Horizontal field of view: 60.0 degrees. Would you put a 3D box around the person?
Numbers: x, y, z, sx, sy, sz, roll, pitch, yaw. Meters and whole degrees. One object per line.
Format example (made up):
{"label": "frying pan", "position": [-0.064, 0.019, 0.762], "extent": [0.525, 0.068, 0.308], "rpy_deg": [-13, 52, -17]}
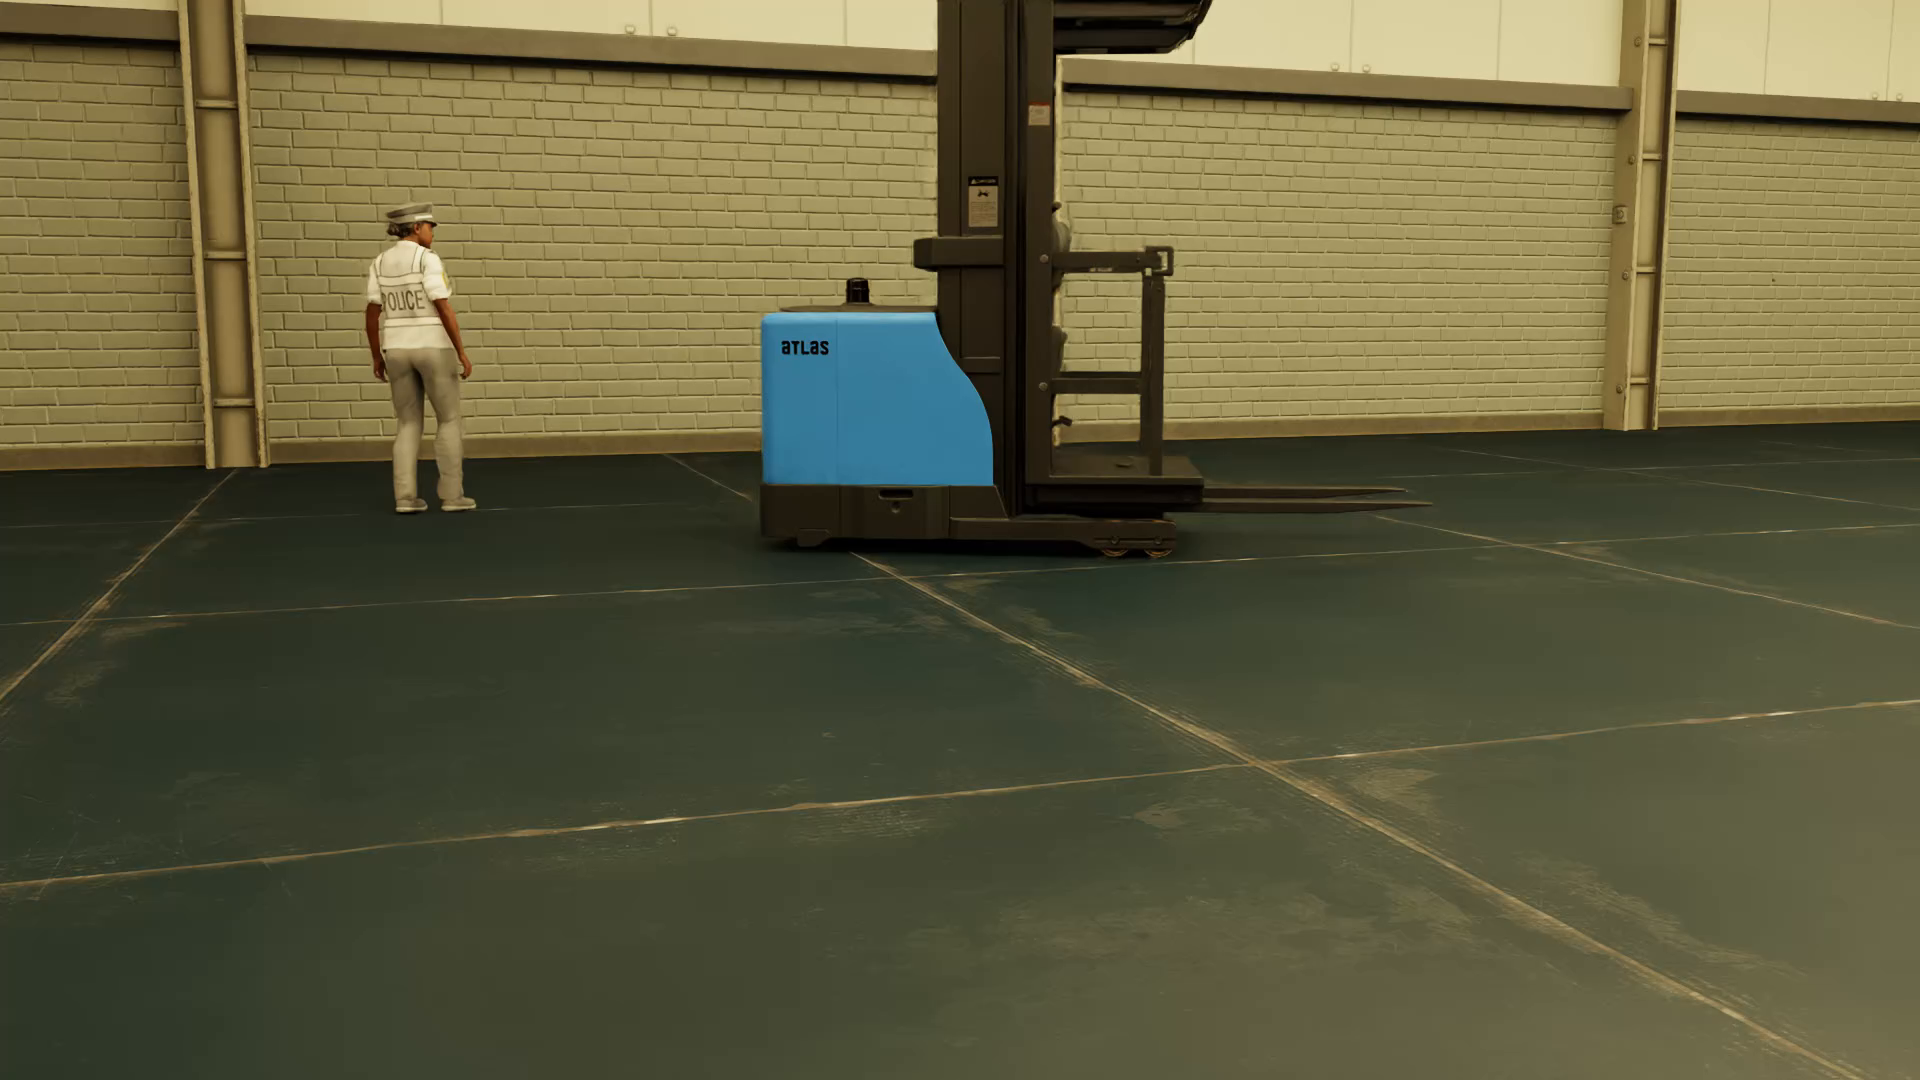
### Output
{"label": "person", "position": [-2.890, -0.986, 8.986], "extent": [0.591, 1.672, 0.405], "rpy_deg": [2, 8, 12]}

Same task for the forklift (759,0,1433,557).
{"label": "forklift", "position": [0.631, -1.450, 7.706], "extent": [3.031, 2.935, 1.130], "rpy_deg": [0, 8, 4]}
